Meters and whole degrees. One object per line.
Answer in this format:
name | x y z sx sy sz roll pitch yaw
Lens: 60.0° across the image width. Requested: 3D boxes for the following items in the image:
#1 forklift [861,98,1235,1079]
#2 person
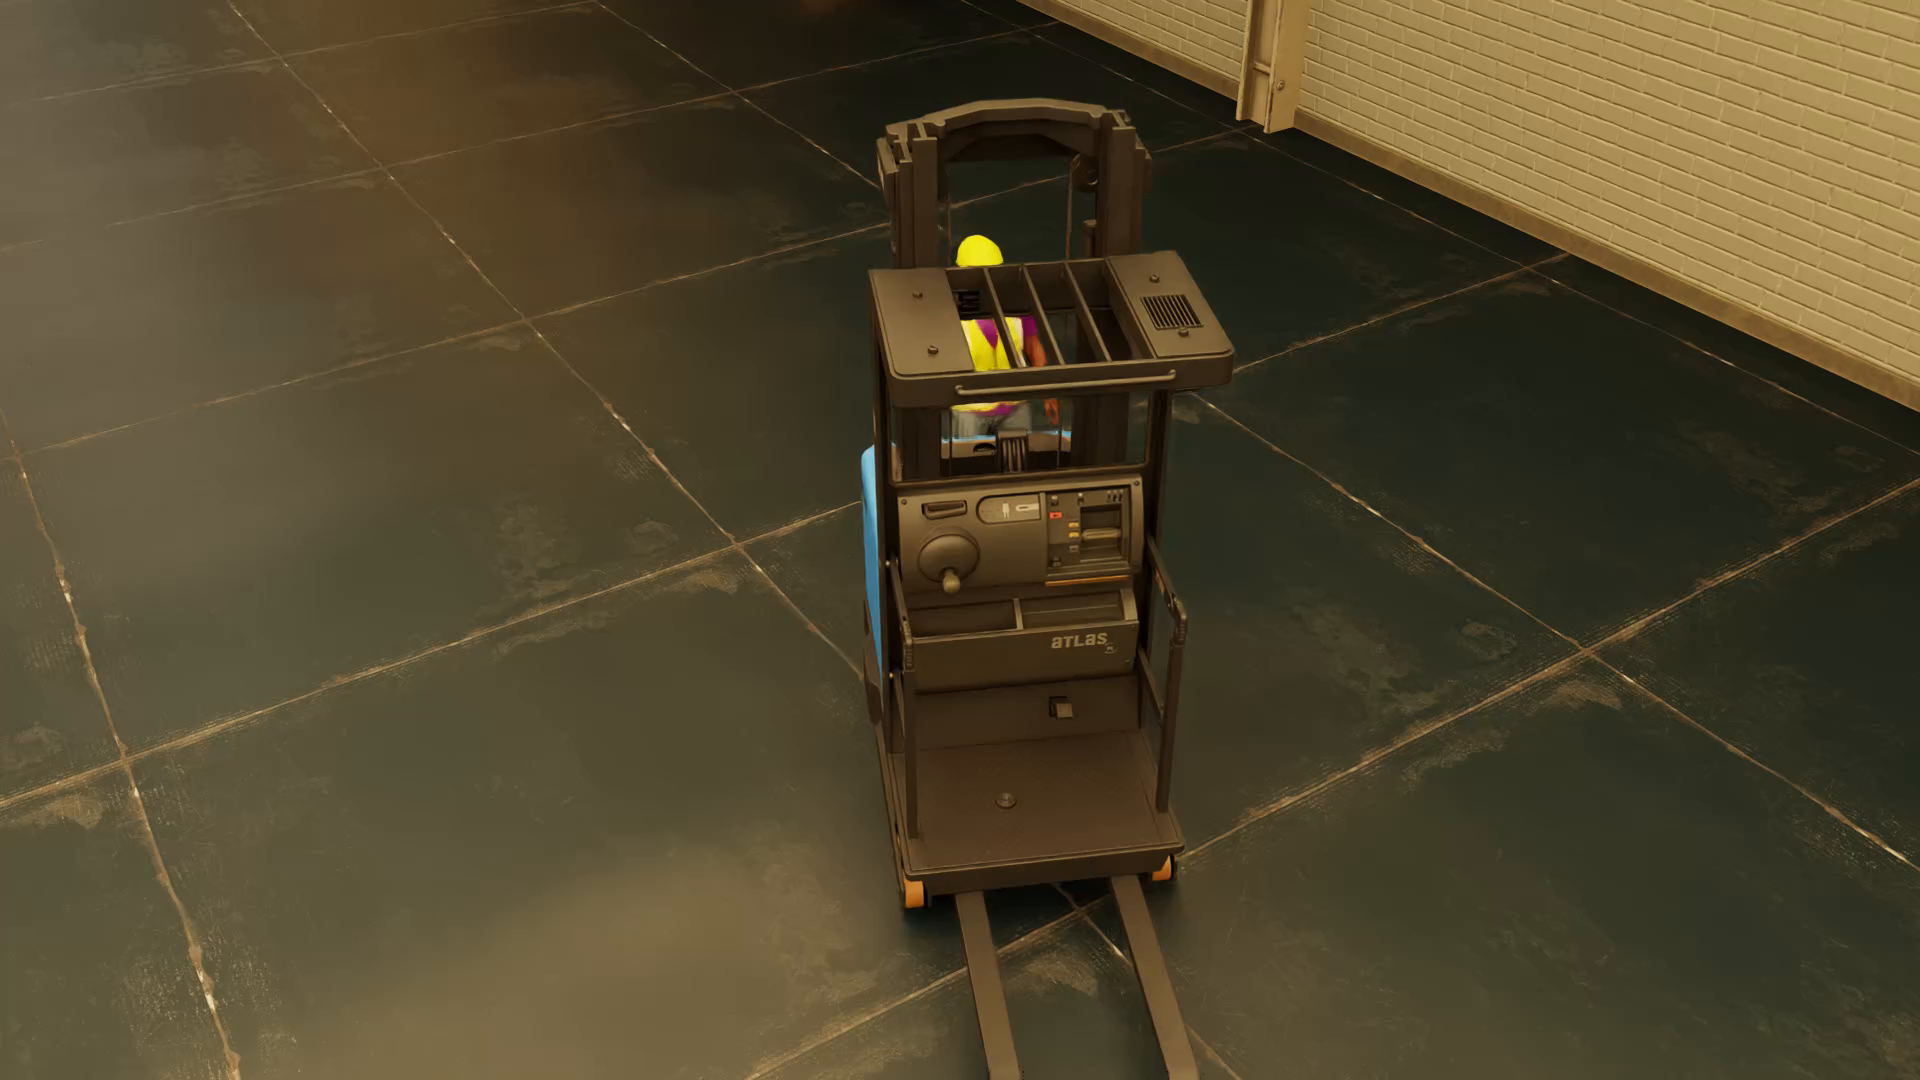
forklift | 0.266 0.044 6.085 1.130 2.935 3.031 -5 35 -7
person | 0.148 -0.618 8.095 0.746 1.727 0.624 -15 38 -20
